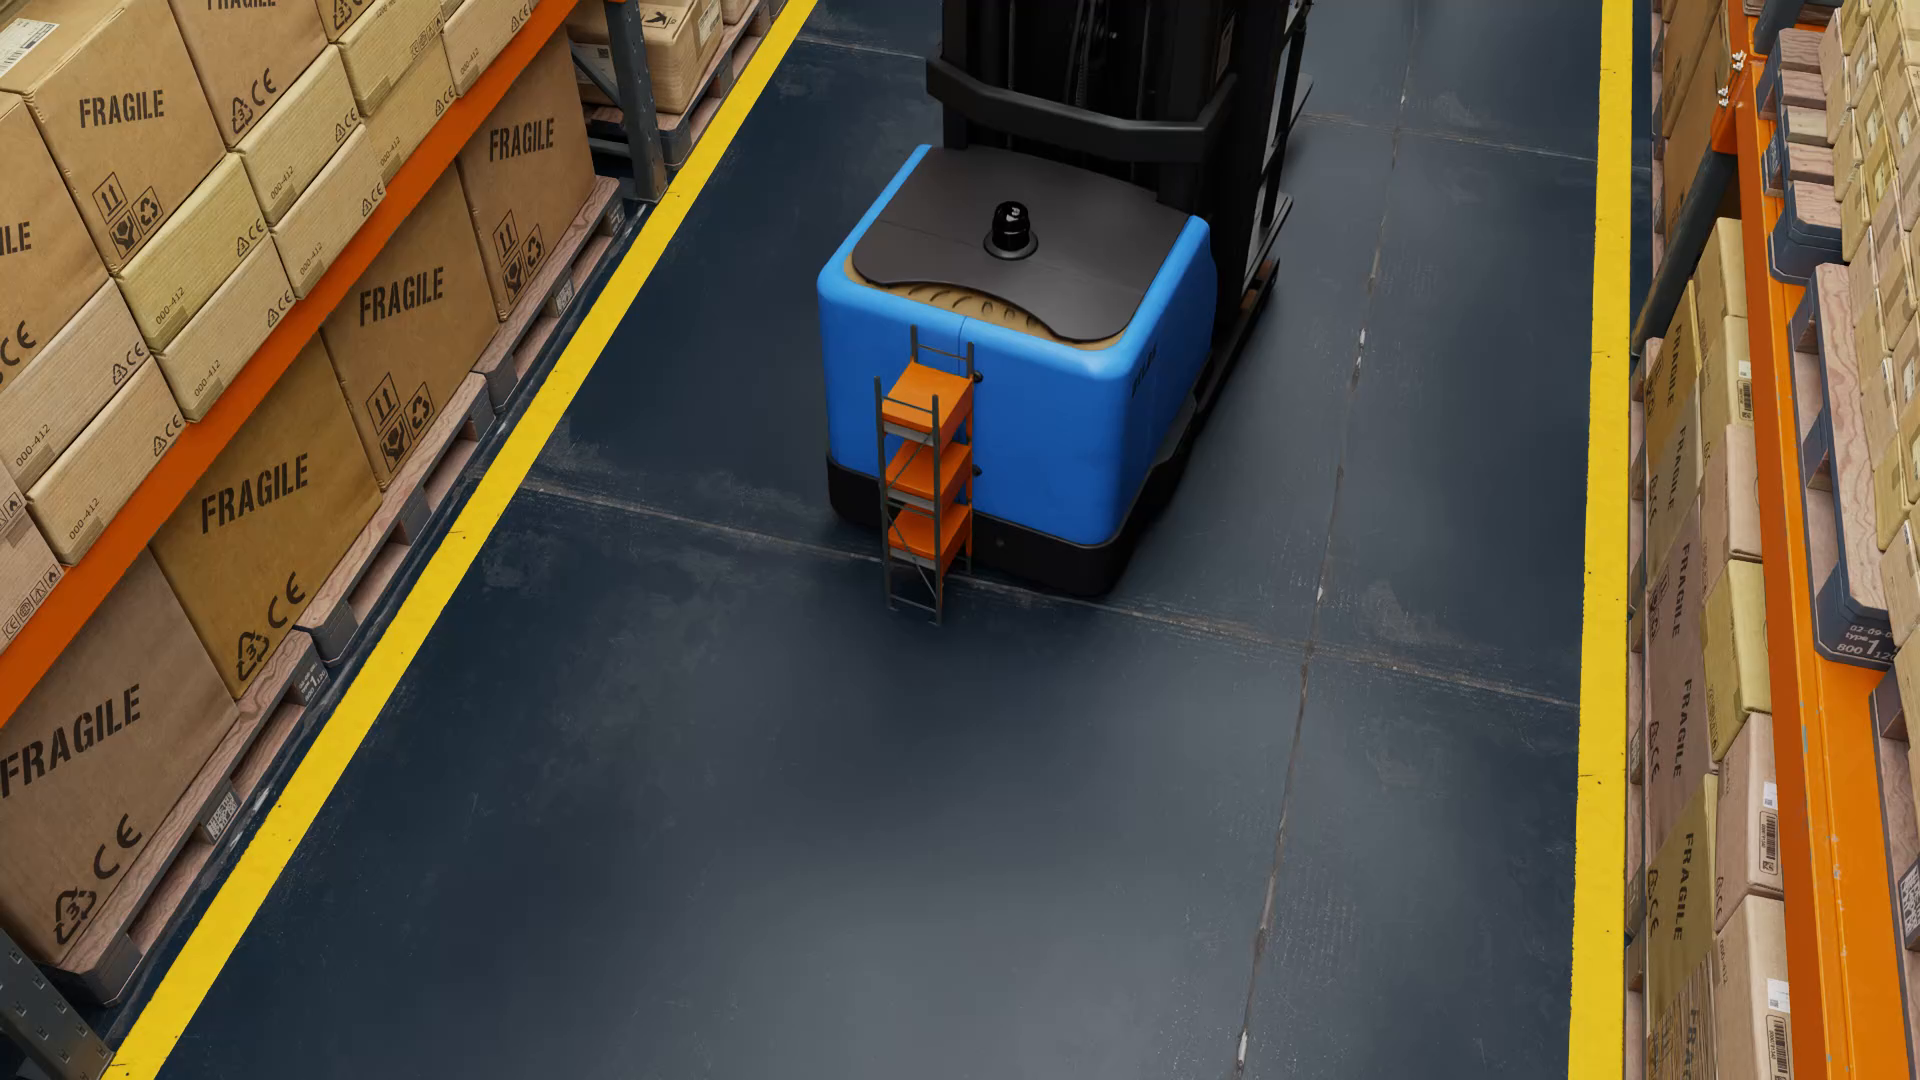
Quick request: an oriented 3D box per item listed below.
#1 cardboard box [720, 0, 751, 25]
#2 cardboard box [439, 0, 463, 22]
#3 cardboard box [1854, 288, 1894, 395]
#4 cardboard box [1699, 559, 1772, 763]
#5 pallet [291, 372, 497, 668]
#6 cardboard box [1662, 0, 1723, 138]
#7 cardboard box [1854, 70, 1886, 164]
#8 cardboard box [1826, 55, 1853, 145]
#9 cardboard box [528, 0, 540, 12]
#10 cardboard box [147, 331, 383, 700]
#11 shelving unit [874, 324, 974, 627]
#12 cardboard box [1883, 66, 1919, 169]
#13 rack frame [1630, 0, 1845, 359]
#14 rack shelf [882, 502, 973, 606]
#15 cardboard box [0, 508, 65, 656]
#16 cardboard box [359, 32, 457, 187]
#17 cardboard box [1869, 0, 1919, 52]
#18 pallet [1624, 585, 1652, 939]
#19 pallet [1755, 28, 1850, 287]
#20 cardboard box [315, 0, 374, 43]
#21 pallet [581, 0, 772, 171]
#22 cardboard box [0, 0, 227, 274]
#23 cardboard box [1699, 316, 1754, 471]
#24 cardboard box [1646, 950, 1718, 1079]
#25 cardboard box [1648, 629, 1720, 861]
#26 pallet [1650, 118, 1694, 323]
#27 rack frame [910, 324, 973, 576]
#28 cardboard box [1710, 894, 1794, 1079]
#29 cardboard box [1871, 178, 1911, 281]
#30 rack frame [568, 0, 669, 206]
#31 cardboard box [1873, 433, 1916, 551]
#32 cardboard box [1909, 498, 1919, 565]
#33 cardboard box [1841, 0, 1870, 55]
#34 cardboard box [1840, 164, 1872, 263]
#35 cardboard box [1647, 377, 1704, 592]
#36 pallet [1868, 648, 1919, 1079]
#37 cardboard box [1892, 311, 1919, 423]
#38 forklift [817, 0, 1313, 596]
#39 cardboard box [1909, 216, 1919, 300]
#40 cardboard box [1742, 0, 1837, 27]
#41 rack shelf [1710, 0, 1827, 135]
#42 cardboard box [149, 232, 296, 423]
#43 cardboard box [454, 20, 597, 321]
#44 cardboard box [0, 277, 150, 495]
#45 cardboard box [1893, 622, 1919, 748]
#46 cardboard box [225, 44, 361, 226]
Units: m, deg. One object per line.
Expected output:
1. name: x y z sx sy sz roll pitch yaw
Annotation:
1. cardboard box: -1.392 -2.753 7.652 0.950 0.372 0.625 11 49 9
2. cardboard box: -1.750 -1.885 5.180 0.500 0.250 0.500 10 49 9
3. cardboard box: 2.406 -0.450 4.034 0.380 0.149 0.250 12 50 11
4. cardboard box: 2.238 0.353 4.325 0.500 0.250 0.500 10 49 8
5. pallet: -2.340 -0.184 5.771 1.003 0.211 1.213 12 50 10
6. cardboard box: 3.539 -2.088 6.813 1.050 0.750 0.750 12 50 11
7. cardboard box: 2.608 -1.092 4.402 0.380 0.149 0.250 10 49 9
8. cardboard box: 2.682 -1.216 4.710 0.380 0.149 0.250 14 50 12
9. cardboard box: -1.619 -2.075 5.681 0.500 0.250 0.500 10 49 9
10. cardboard box: -2.473 -0.203 5.066 0.875 0.875 0.875 13 50 11
11. shelving unit: -0.103 -0.175 5.204 0.215 1.050 0.252 19 51 16
12. cardboard box: 2.550 -1.032 4.151 0.380 0.149 0.250 10 49 8
13. rack frame: 3.066 -1.638 5.195 1.000 3.000 0.127 12 50 10
14. rack shelf: -0.103 0.016 5.420 0.215 0.259 0.240 19 51 16
15. cardboard box: -2.419 0.135 3.730 0.500 0.250 0.500 11 49 9
16. cardboard box: -1.887 -1.341 5.033 0.500 0.250 0.500 11 50 10
17. cardboard box: 2.689 -1.400 4.475 0.380 0.149 0.250 10 49 9
18. pallet: 2.535 0.729 4.965 1.003 0.211 1.213 12 50 10
19. pallet: 2.981 -1.038 4.793 1.213 0.211 1.003 12 50 10
20. cardboard box: -1.885 -1.749 4.560 0.500 0.500 0.500 12 50 10
21. pallet: -1.529 -2.184 7.537 1.003 0.211 1.213 12 50 10
22. cardboard box: -2.155 -1.010 3.907 0.500 0.500 0.500 10 49 9
23. cardboard box: 2.517 -0.380 4.972 0.500 0.250 0.500 11 49 10
24. cardboard box: 1.964 1.359 3.937 0.500 0.500 0.500 11 49 9
25. cardboard box: 2.239 0.617 4.592 0.500 0.500 0.500 11 49 9
26. pallet: 3.346 -1.271 6.731 1.003 0.211 1.213 12 50 10
27. rack frame: -0.054 -0.258 5.278 0.200 1.050 0.008 19 51 16
28. cardboard box: 1.965 1.107 3.659 0.500 0.250 0.500 10 49 9
29. cardboard box: 2.476 -0.729 4.082 0.380 0.149 0.250 12 50 10
30. rack frame: -1.737 -2.542 5.993 1.000 3.000 0.127 12 50 10
31. cardboard box: 2.266 -0.070 3.698 0.380 0.149 0.250 14 50 12
32. cardboard box: 2.201 0.018 3.422 0.380 0.149 0.250 9 49 8
33. cardboard box: 2.745 -1.482 4.747 0.380 0.149 0.250 14 50 12
34. cardboard box: 2.542 -0.825 4.365 0.380 0.149 0.250 14 50 12
35. cardboard box: 2.504 -0.124 5.246 0.500 0.500 0.500 12 50 10
36. pallet: 2.354 0.795 3.176 1.003 0.211 1.213 12 50 10
37. cardboard box: 2.340 -0.354 3.751 0.380 0.149 0.250 13 50 11
38. forklift: 0.609 -1.909 5.480 1.130 2.935 3.031 19 51 16
39. cardboard box: 2.413 -0.644 3.808 0.380 0.149 0.250 13 50 11
40. cardboard box: 2.925 -2.050 5.492 0.500 0.500 0.500 12 50 10
41. rack shelf: 3.592 -2.846 6.741 1.077 0.370 4.000 12 50 10
42. cardboard box: -2.134 -0.607 4.385 0.500 0.250 0.500 11 50 10
43. cardboard box: -1.999 -1.494 6.205 0.875 0.875 0.875 11 50 10
44. cardboard box: -2.291 -0.409 3.877 0.500 0.250 0.500 12 50 11
45. cardboard box: 2.128 0.324 3.351 0.380 0.149 0.250 9 49 8
46. cardboard box: -2.002 -1.135 4.518 0.500 0.250 0.500 10 49 9
